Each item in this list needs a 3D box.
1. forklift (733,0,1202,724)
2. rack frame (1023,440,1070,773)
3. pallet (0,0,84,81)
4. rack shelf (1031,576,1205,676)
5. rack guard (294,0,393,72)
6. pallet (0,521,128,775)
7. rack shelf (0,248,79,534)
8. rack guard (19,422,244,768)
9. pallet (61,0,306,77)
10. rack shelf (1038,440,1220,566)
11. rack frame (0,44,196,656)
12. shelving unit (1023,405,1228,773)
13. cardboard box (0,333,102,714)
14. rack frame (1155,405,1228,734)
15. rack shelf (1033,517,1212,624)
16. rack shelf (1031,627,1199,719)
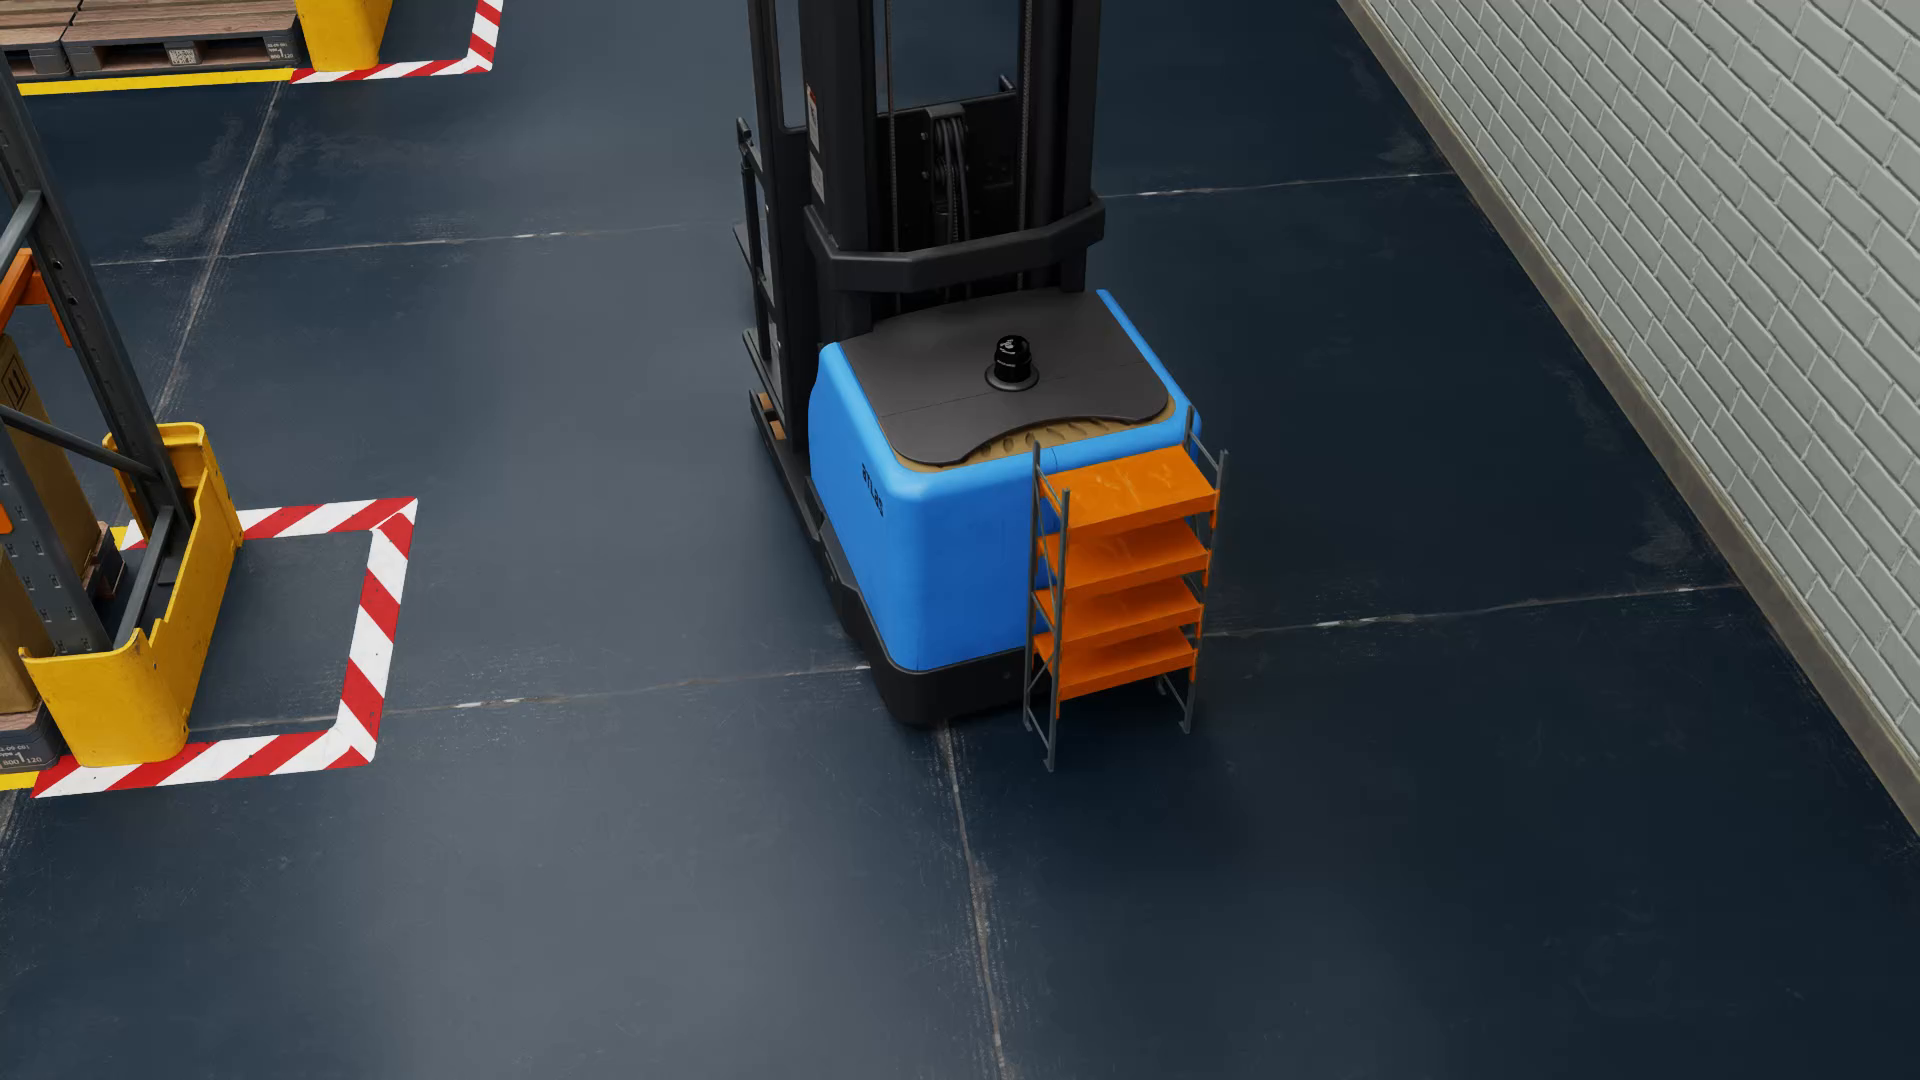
[{"bbox_3d":[-0.206,-1.482,5.705,1.130,2.935,3.031,-13,44,-14],"label":"forklift"},{"bbox_3d":[0.258,0.235,5.094,0.015,1.200,0.240,-14,44,-15],"label":"rack frame"},{"bbox_3d":[-5.496,-2.870,9.274,1.213,0.211,1.003,-5,42,-6],"label":"pallet"},{"bbox_3d":[0.488,0.229,5.200,0.480,0.148,0.258,-14,44,-15],"label":"rack shelf"},{"bbox_3d":[-3.444,-3.137,9.355,0.348,0.500,1.175,-5,42,-6],"label":"rack guard"},{"bbox_3d":[-3.607,0.391,5.658,1.213,0.211,1.003,-5,42,-6],"label":"pallet"},{"bbox_3d":[-4.807,-0.325,4.907,4.000,0.370,1.077,-5,42,-6],"label":"rack shelf"},{"bbox_3d":[-2.800,0.161,5.699,0.348,0.500,1.175,-5,42,-6],"label":"rack guard"},{"bbox_3d":[-4.289,-2.974,9.389,1.213,0.211,1.003,-5,42,-6],"label":"pallet"},{"bbox_3d":[0.488,-0.112,4.892,0.480,0.148,0.258,-14,44,-15],"label":"rack shelf"},{"bbox_3d":[-2.824,-0.765,4.859,0.127,3.000,1.000,-5,42,-6],"label":"rack frame"},{"bbox_3d":[0.488,0.179,5.155,0.503,1.200,0.258,-14,44,-15],"label":"shelving unit"},{"bbox_3d":[-3.448,-0.024,5.310,0.875,0.875,0.875,-5,42,-6],"label":"cardboard box"},{"bbox_3d":[0.717,0.124,5.217,0.015,1.200,0.240,-14,44,-15],"label":"rack frame"},{"bbox_3d":[0.488,0.063,5.050,0.480,0.148,0.258,-14,44,-15],"label":"rack shelf"},{"bbox_3d":[0.488,0.377,5.333,0.480,0.148,0.258,-14,44,-15],"label":"rack shelf"}]
